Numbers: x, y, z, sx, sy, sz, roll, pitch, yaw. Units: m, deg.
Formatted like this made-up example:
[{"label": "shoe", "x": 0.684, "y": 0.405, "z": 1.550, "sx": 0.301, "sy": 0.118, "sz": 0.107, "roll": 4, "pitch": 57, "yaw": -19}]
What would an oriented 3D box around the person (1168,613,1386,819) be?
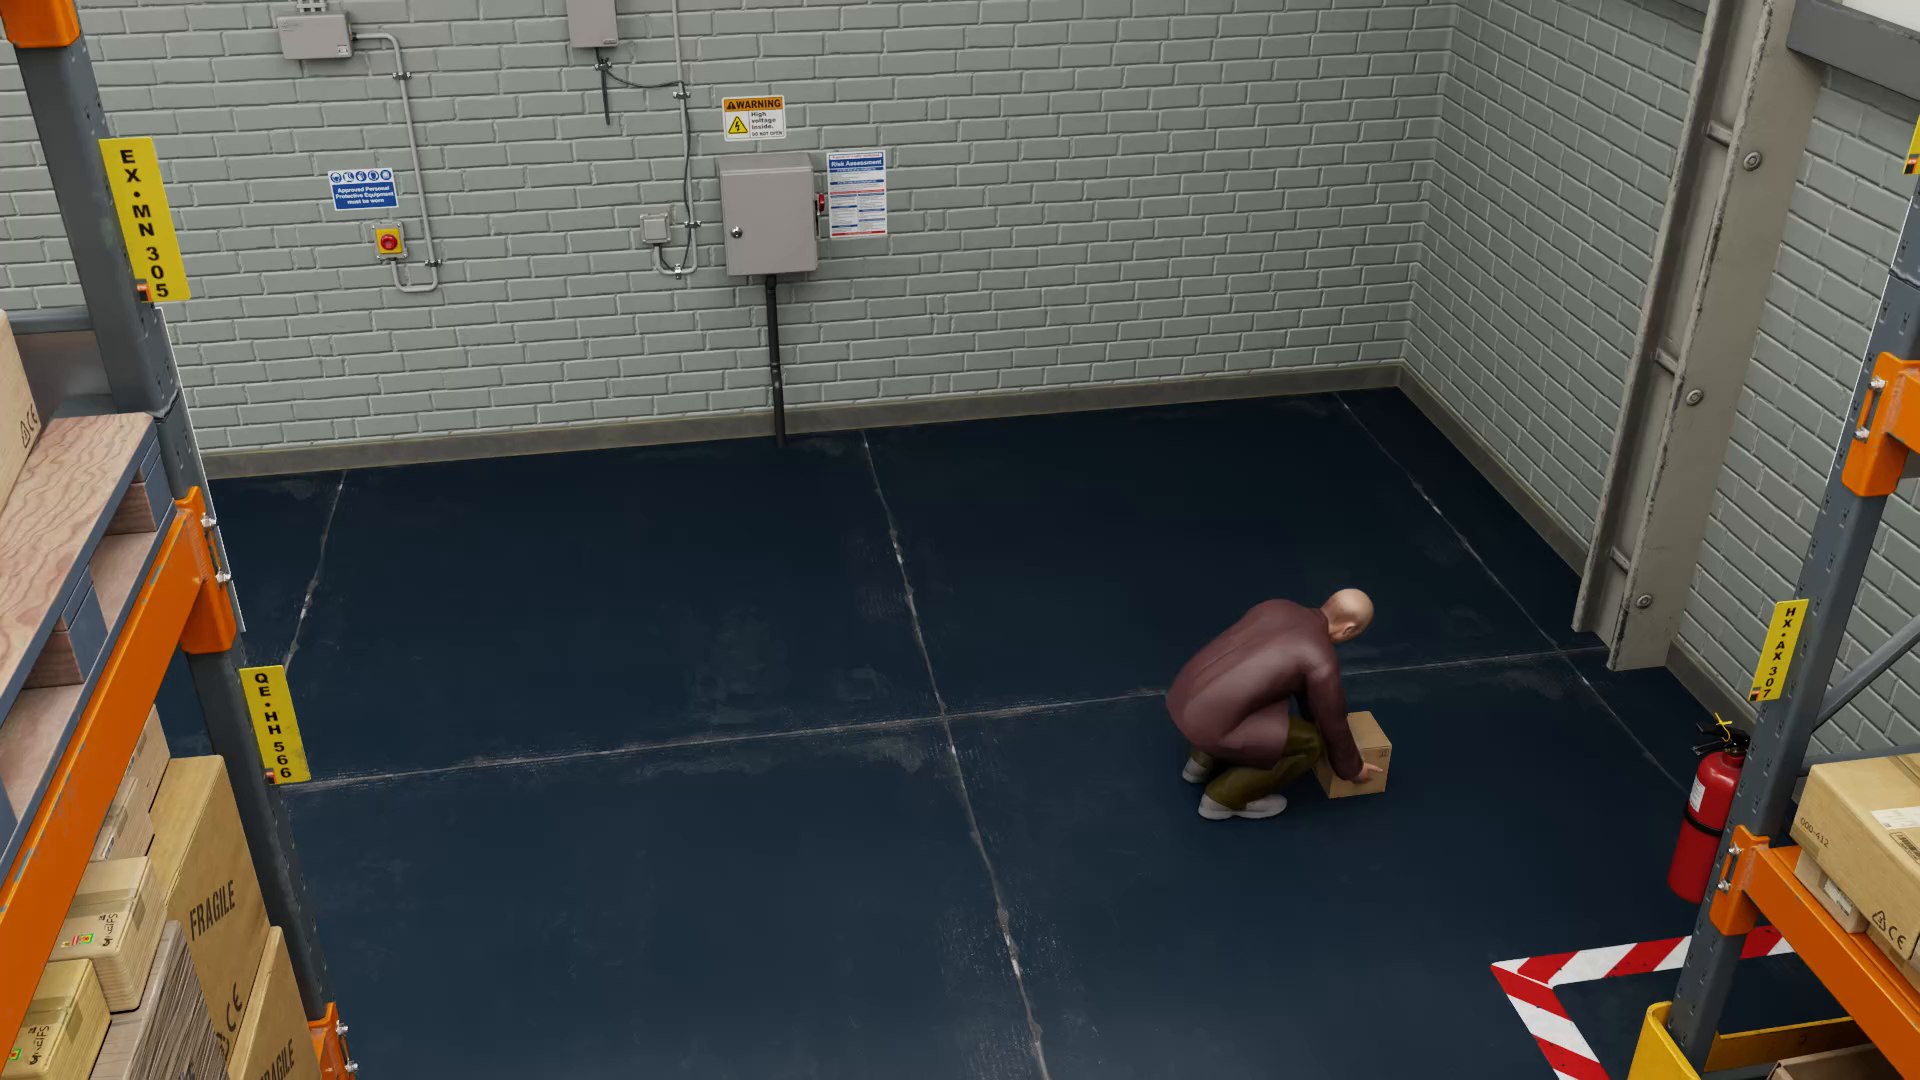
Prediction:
[{"label": "person", "x": 1.319, "y": 0.744, "z": 6.914, "sx": 0.929, "sy": 0.854, "sz": 0.579, "roll": -6, "pitch": 31, "yaw": -10}]
